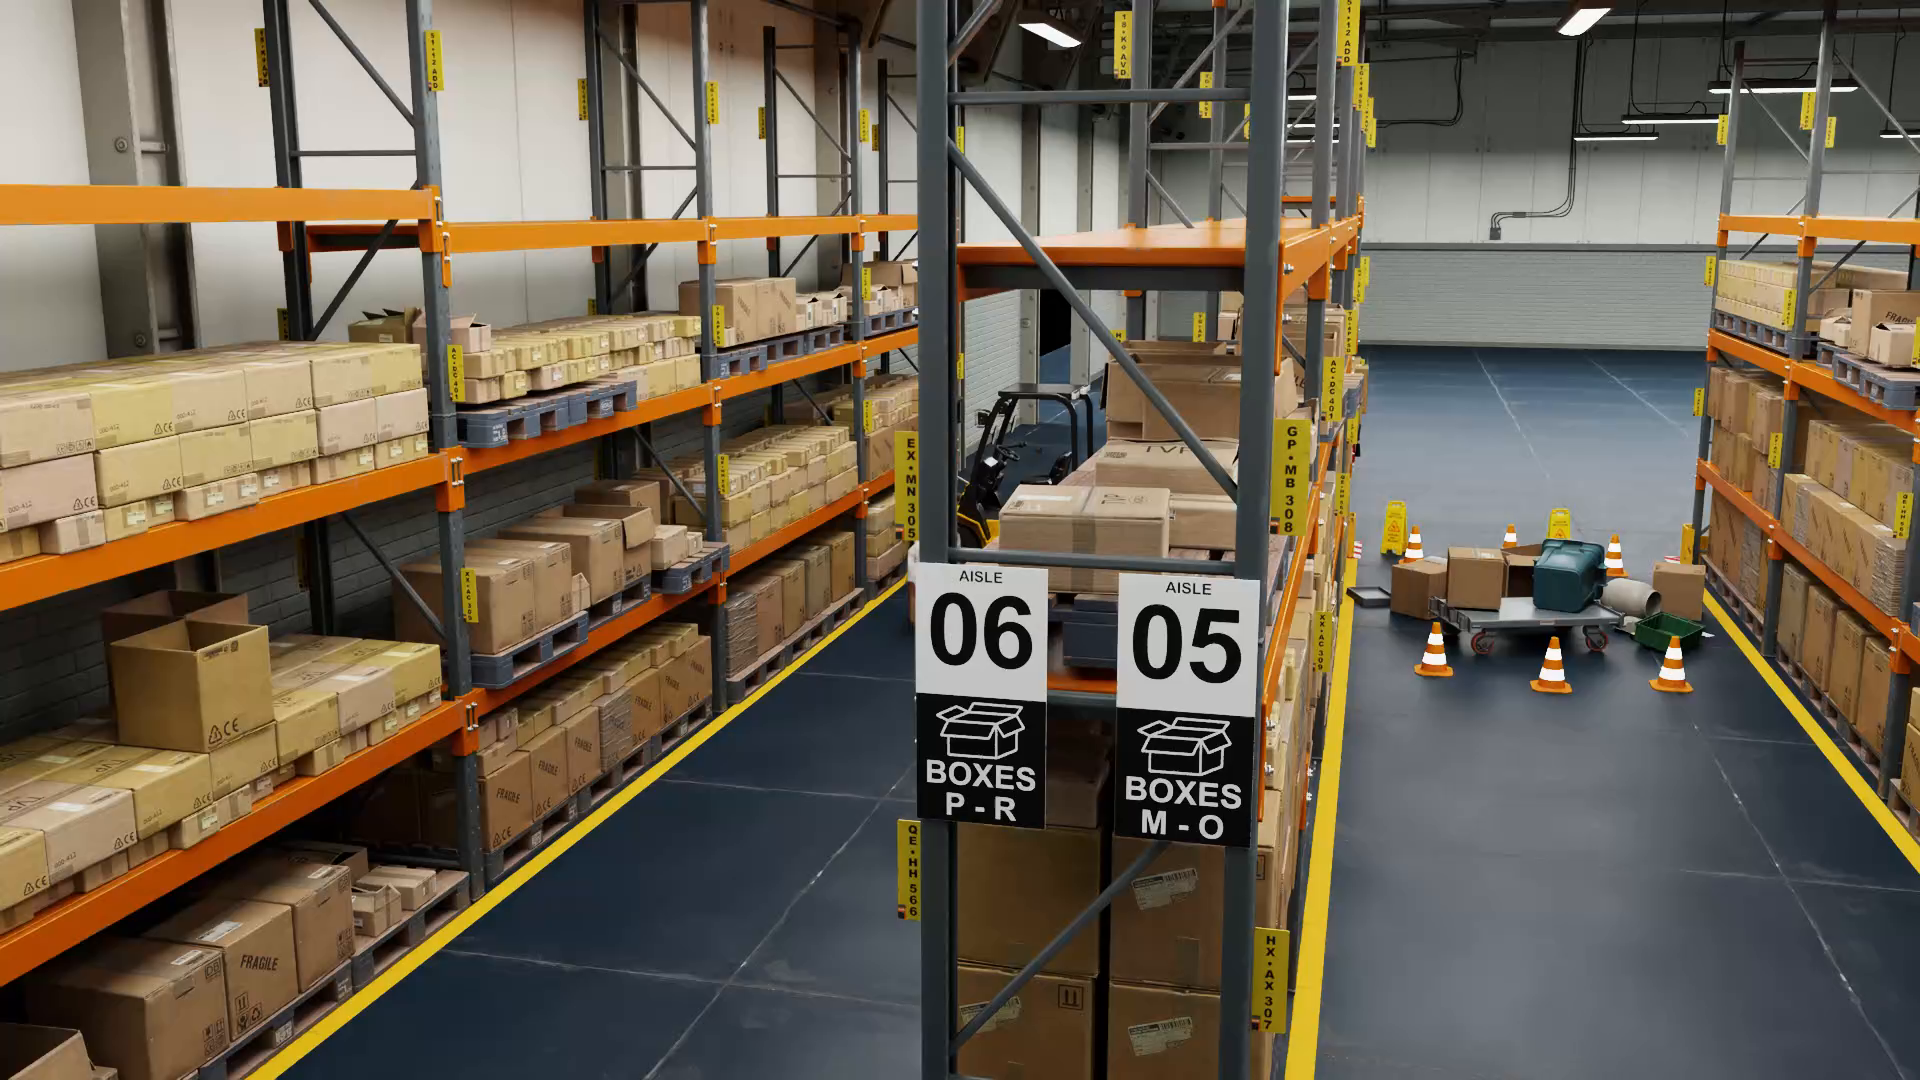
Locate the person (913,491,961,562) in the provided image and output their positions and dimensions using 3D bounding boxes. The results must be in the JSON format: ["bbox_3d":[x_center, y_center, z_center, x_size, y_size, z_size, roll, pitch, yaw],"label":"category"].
[{"bbox_3d":[-0.237,0.023,16.952,0.488,1.693,0.638,3,12,14],"label":"person"}]
